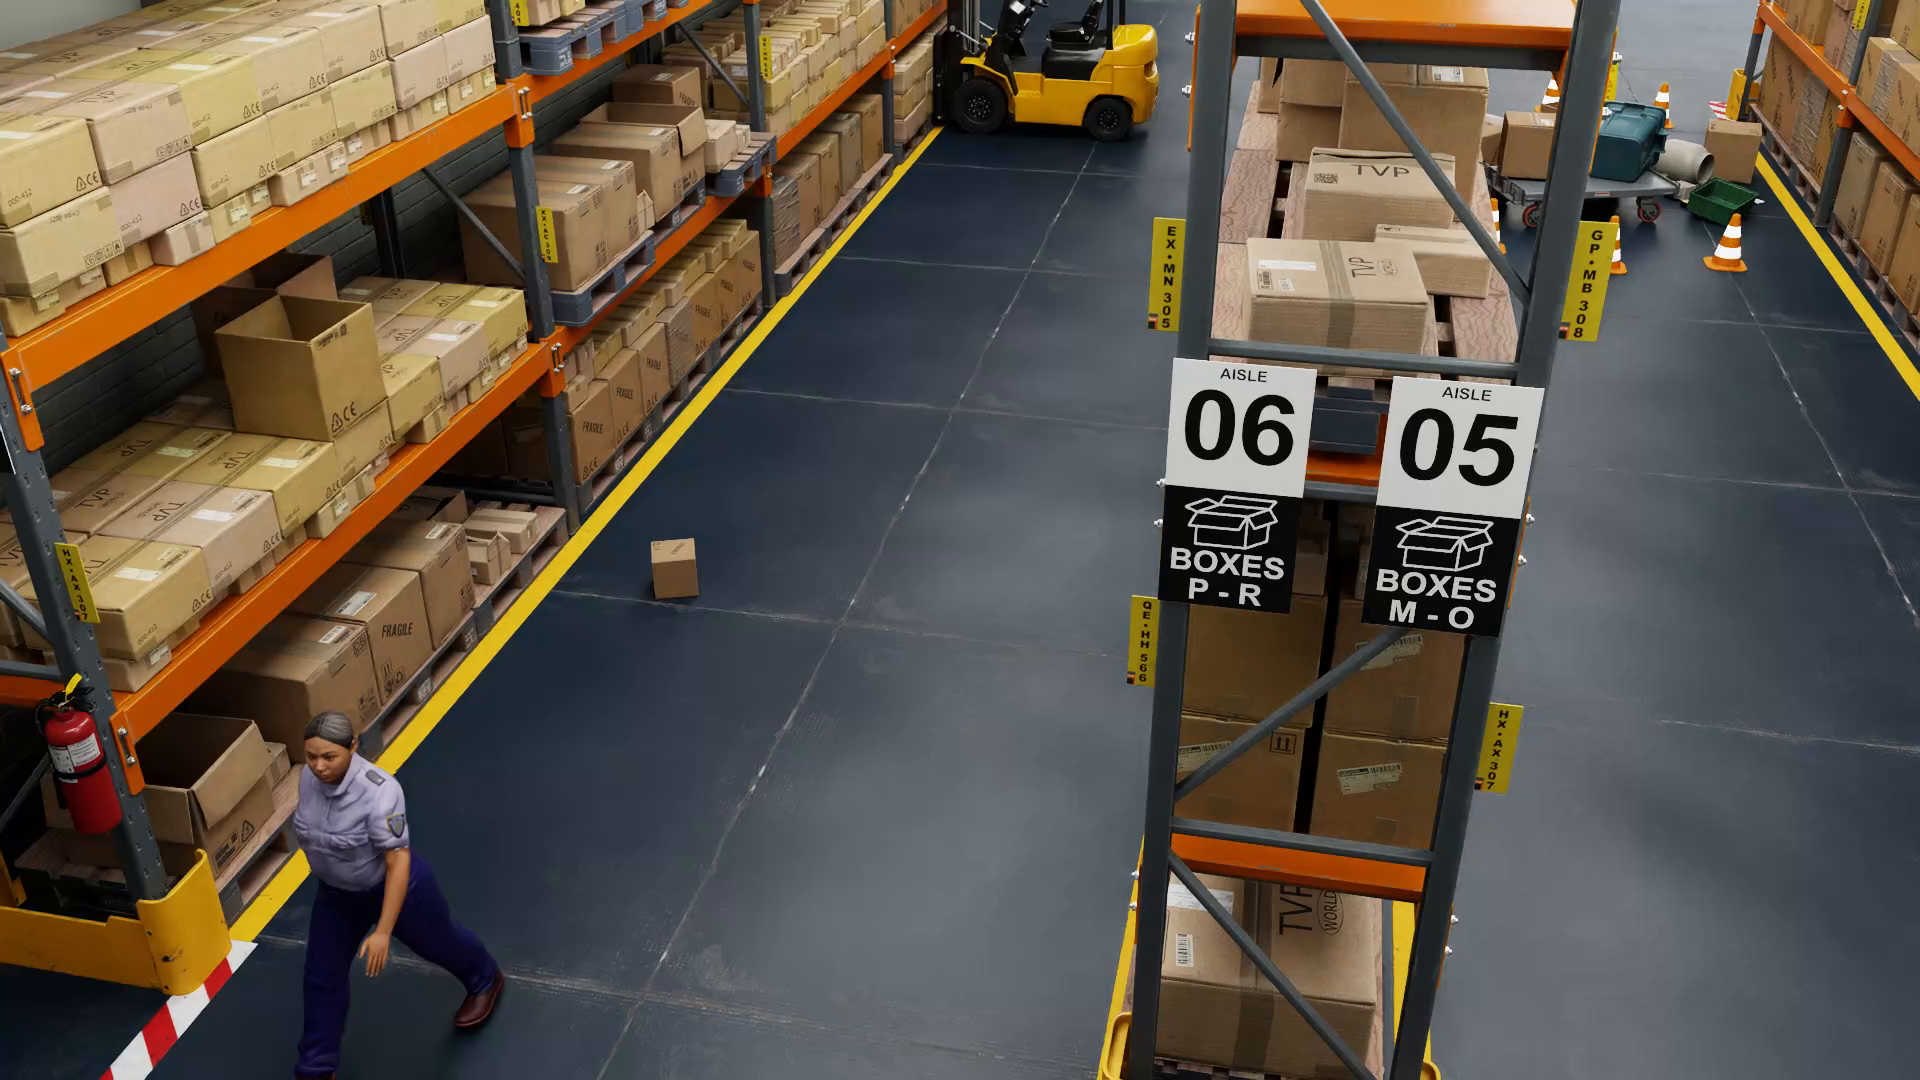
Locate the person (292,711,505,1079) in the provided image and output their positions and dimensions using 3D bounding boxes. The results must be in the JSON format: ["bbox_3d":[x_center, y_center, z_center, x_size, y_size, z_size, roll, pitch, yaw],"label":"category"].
[{"bbox_3d":[-2.232,1.334,6.192,0.595,1.590,0.988,13,31,21],"label":"person"}]
